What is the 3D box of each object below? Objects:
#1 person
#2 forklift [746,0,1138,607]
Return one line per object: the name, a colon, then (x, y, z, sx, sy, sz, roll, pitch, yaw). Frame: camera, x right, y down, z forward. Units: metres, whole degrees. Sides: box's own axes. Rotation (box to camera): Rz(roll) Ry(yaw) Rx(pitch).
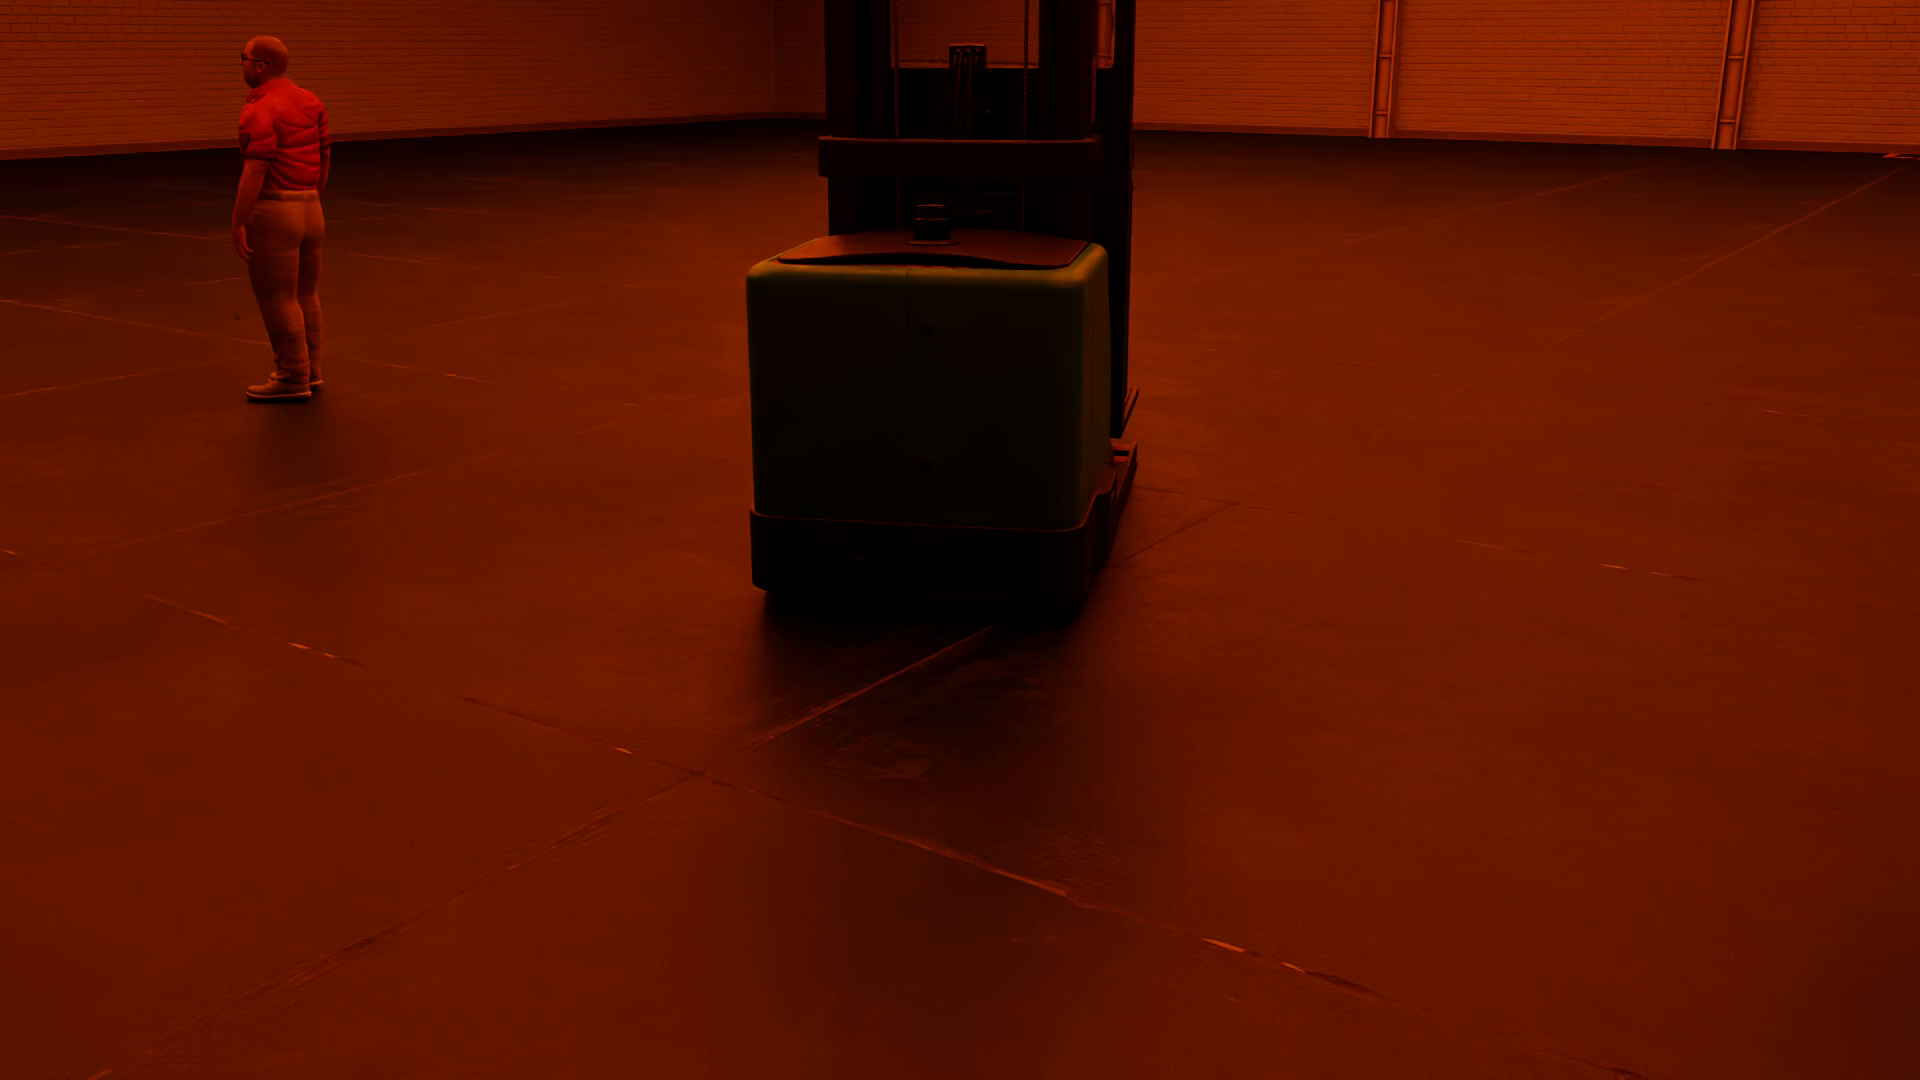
person: (-3.372, -1.547, 8.082, 0.550, 1.727, 0.637, 4, 17, 13)
forklift: (0.110, -1.580, 6.118, 1.130, 2.935, 3.031, 3, 17, 10)
